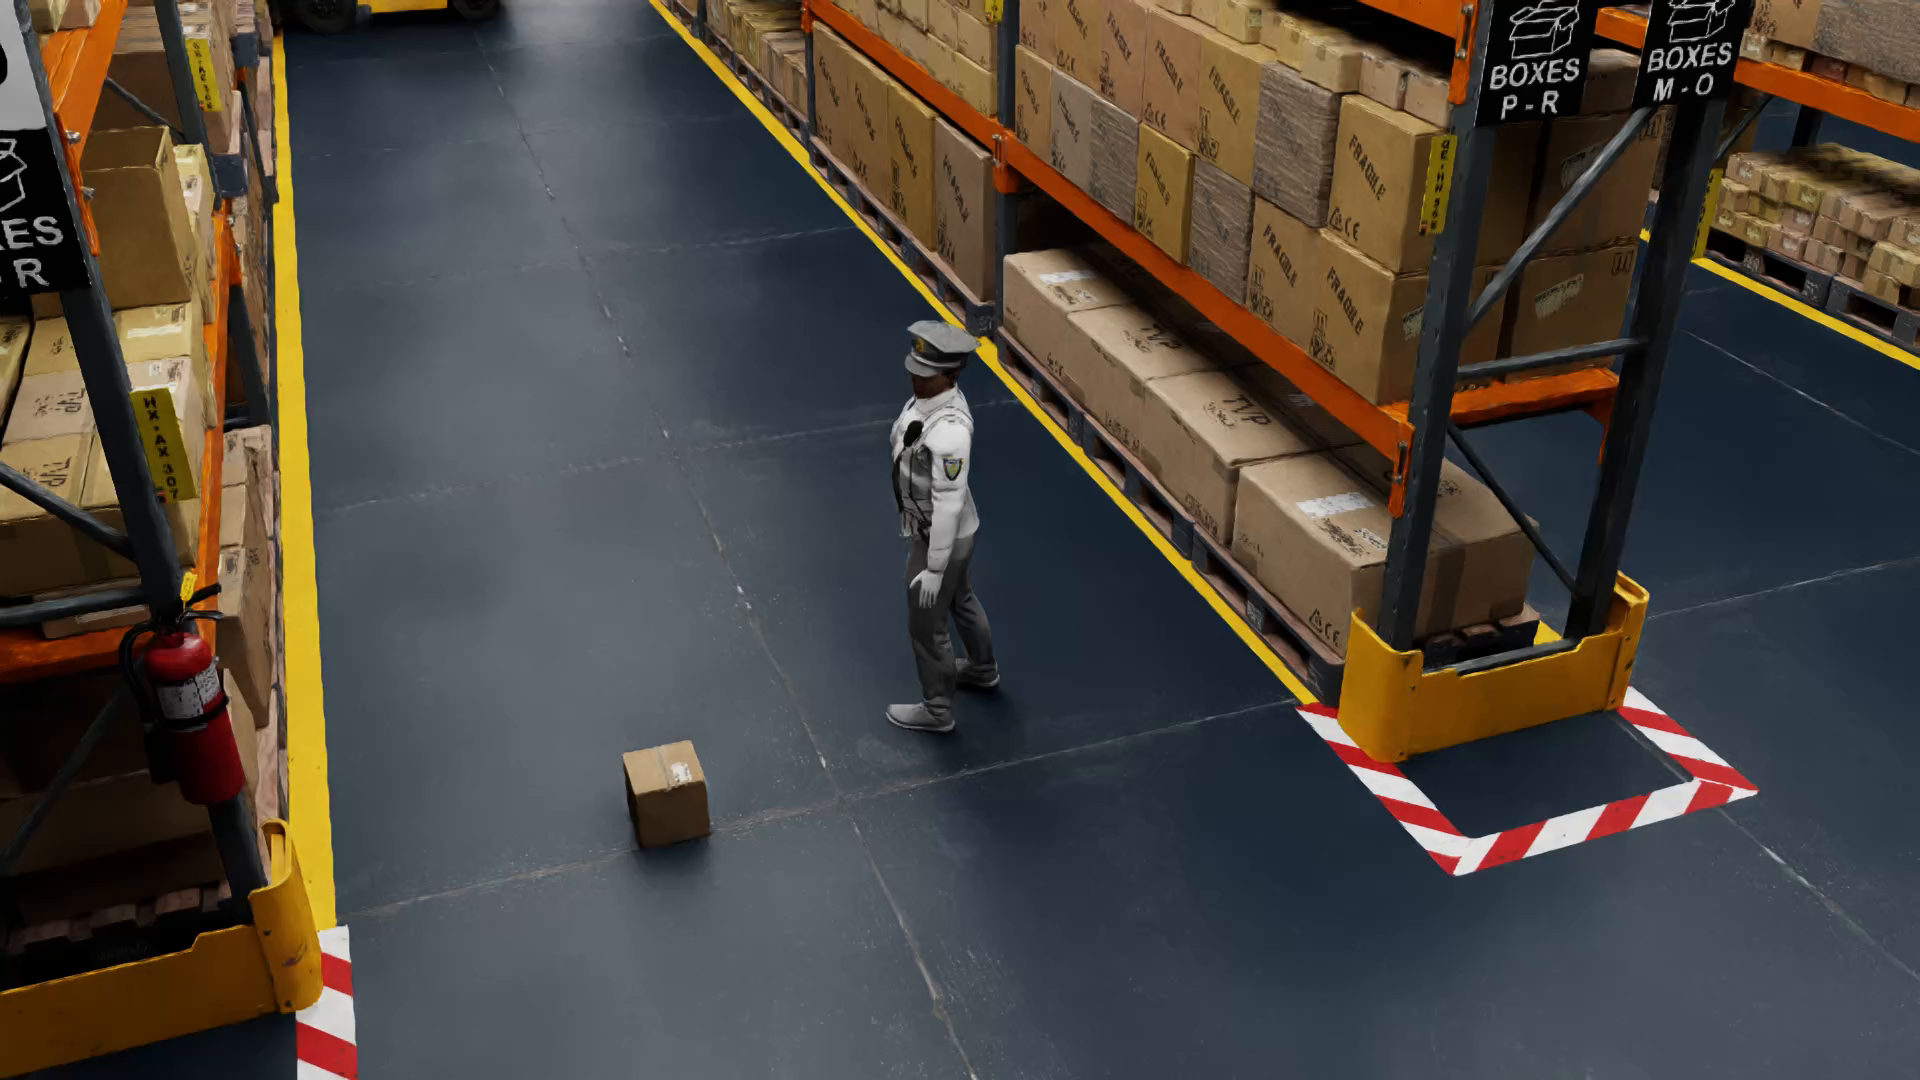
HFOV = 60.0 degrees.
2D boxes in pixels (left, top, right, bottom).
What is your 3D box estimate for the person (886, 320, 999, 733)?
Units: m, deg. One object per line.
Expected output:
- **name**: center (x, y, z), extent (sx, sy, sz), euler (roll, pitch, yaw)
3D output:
- **person**: center (-0.061, -0.026, 6.170), extent (0.460, 1.674, 0.632), euler (-1, 30, -2)
